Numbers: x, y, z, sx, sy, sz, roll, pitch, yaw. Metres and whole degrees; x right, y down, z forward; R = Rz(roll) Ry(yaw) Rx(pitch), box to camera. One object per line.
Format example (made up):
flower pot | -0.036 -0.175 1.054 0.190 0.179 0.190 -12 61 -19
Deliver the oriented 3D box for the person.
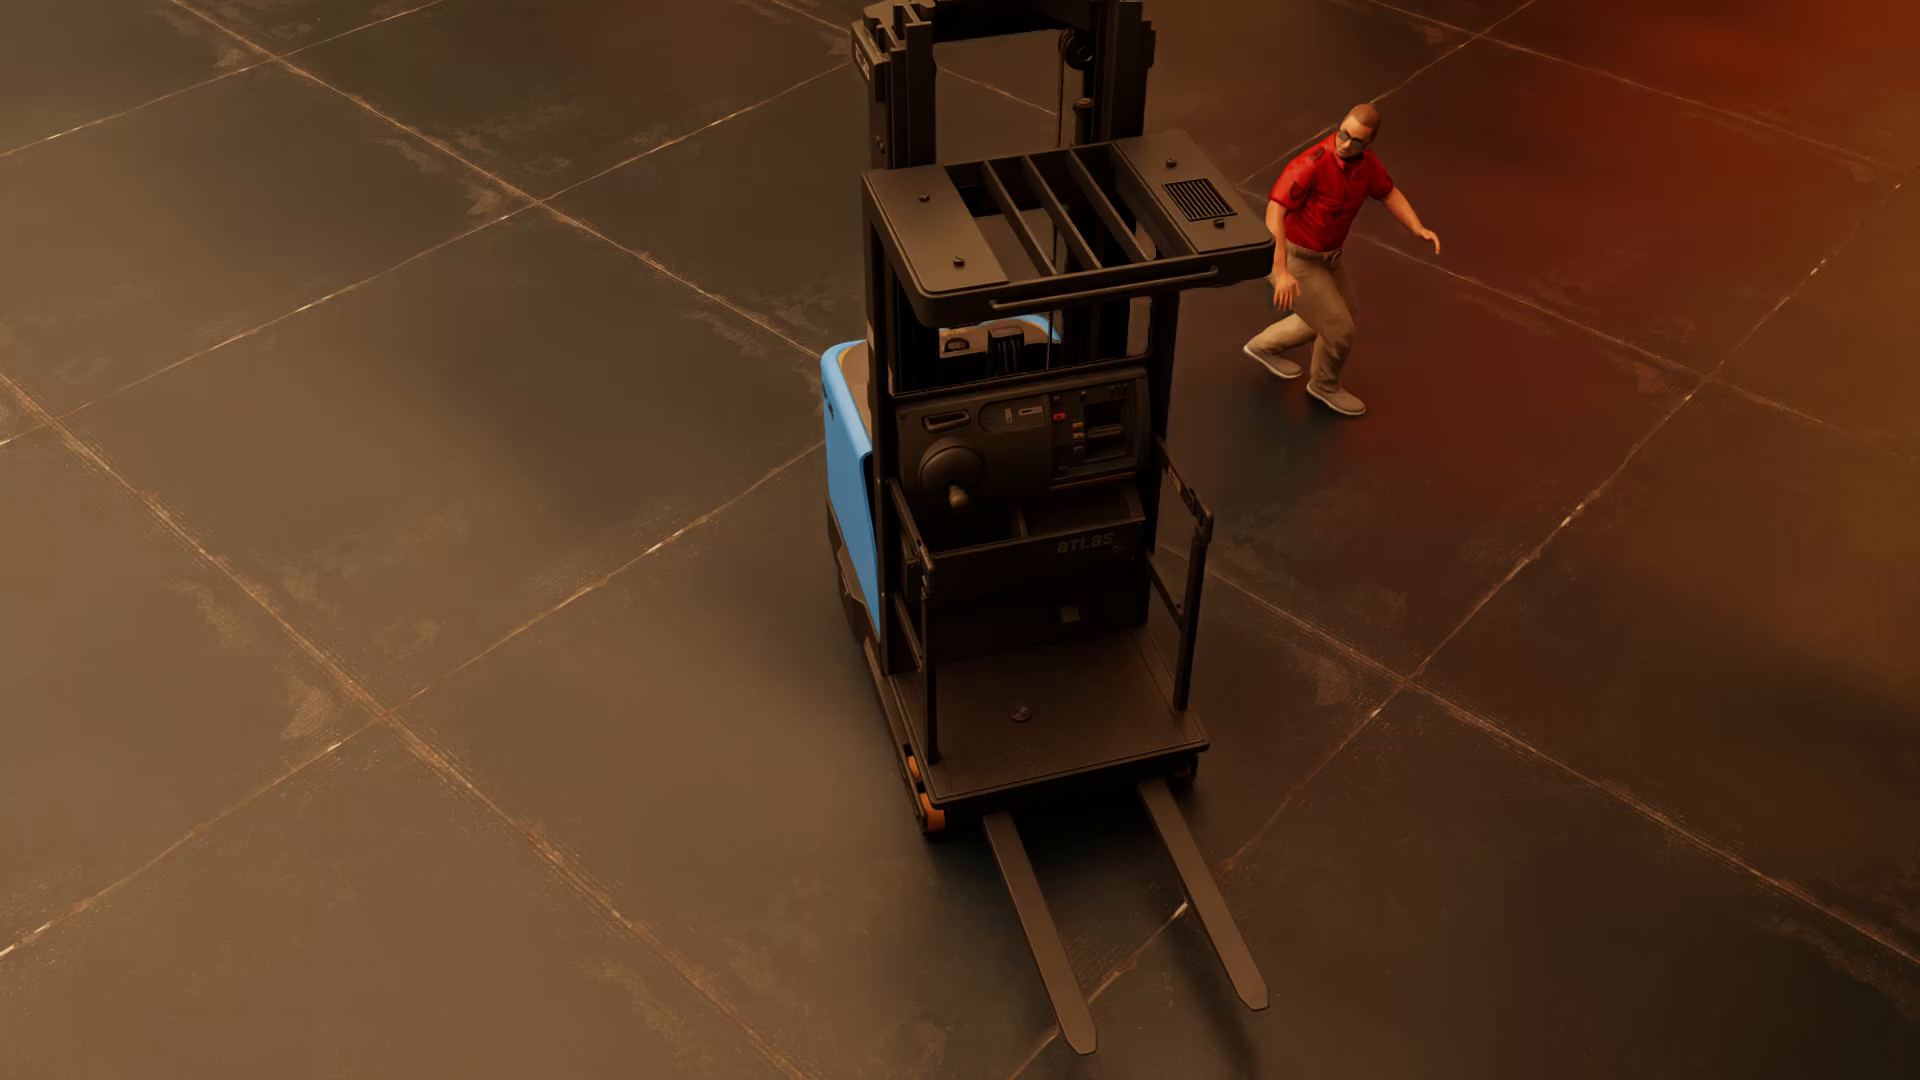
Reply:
person | 1.794 -1.297 7.973 0.864 1.604 0.886 24 46 25

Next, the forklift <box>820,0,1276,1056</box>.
forklift | 0.293 -0.279 5.753 1.130 2.935 3.031 -11 42 -12
